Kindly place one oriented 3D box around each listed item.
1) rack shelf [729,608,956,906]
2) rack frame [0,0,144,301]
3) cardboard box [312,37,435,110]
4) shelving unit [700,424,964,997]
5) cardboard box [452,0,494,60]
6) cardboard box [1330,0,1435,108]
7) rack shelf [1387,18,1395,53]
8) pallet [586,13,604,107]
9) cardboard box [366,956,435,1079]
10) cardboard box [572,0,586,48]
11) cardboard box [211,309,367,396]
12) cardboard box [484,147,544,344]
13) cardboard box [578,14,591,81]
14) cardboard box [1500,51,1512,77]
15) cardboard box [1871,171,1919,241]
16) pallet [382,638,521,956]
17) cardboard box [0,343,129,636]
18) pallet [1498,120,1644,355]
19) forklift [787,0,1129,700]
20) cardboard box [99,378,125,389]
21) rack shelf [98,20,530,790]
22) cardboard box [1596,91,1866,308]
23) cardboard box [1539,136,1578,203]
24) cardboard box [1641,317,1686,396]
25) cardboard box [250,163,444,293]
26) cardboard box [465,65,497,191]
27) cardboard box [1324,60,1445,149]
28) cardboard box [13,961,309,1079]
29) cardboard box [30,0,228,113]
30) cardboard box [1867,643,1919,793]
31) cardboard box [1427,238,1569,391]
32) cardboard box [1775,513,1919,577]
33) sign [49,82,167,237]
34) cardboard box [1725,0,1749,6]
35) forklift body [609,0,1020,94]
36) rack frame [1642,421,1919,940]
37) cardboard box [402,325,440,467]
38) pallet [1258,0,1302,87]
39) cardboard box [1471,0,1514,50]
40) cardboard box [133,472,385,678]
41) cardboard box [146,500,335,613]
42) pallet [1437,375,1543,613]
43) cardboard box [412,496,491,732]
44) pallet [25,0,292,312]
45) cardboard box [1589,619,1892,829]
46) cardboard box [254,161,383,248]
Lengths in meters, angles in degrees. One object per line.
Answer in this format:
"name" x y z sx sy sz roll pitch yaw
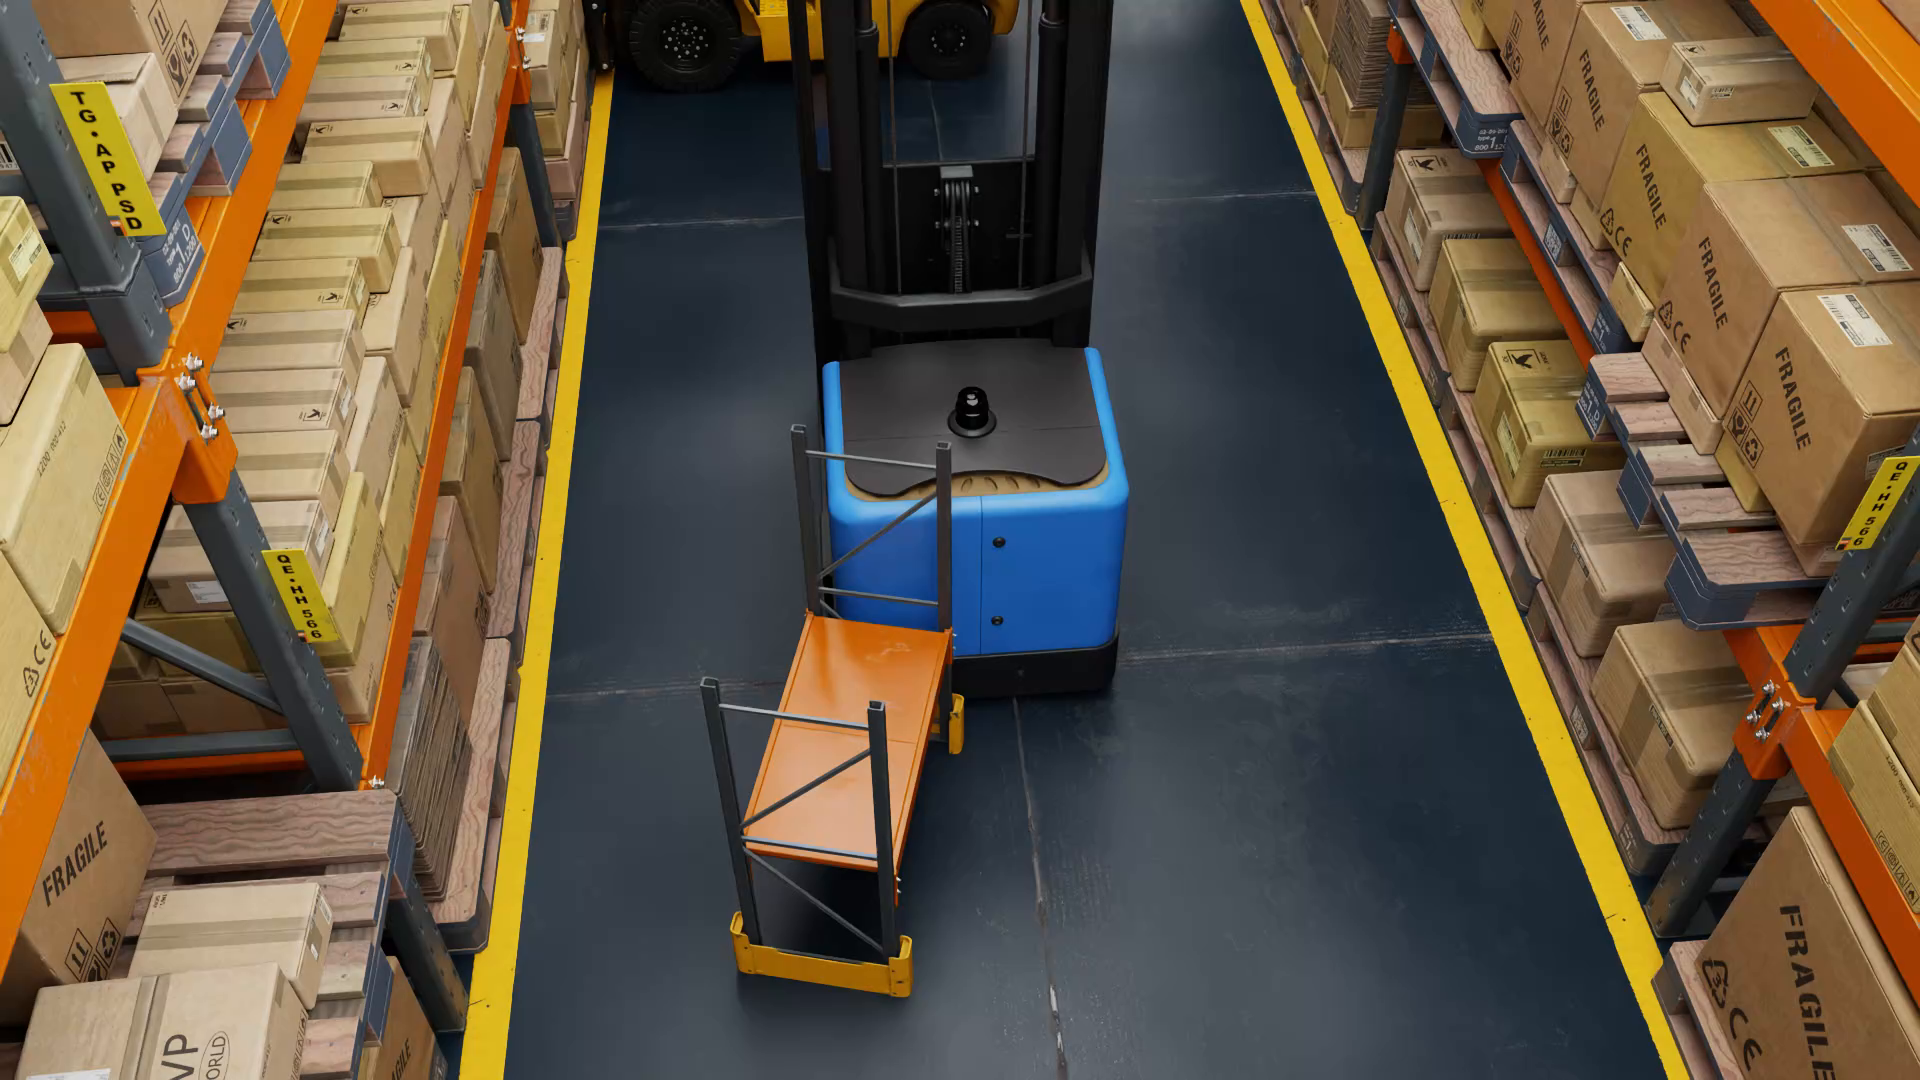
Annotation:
"rack shelf" -0.362 0.685 5.453 0.538 0.185 1.000 7 47 7
"rack frame" -2.105 -1.516 2.125 1.000 3.000 0.127 -3 47 -3
"cardboard box" -2.069 -1.630 5.849 0.380 0.149 0.250 -4 47 -4
"shelving unit" -0.363 0.568 5.316 0.587 1.500 1.083 7 47 7
"cardboard box" -2.144 -2.128 6.595 0.500 0.250 0.500 -4 47 -4
"cardboard box" 2.189 -2.520 8.296 0.500 0.500 0.500 -4 47 -4
"rack shelf" 2.338 -3.852 8.964 1.077 0.370 4.000 -3 47 -3
"pallet" -2.570 -2.851 9.441 1.003 0.211 1.213 -3 47 -3
"cardboard box" -1.856 1.555 4.781 0.500 0.500 0.500 -2 47 -2
"cardboard box" -2.248 -2.816 8.748 0.500 0.250 0.500 -4 47 -4
"cardboard box" -1.944 -0.525 4.802 0.380 0.149 0.250 -3 47 -3
"cardboard box" -2.385 -1.299 7.397 0.875 0.625 0.625 -2 47 -2
"cardboard box" -2.267 -2.654 8.938 0.500 0.250 0.500 -3 47 -3
"cardboard box" 2.349 -1.909 6.513 0.380 0.149 0.250 -1 47 -1
"cardboard box" 2.983 -0.755 4.973 0.500 0.500 0.500 -1 47 -1
"pallet" -2.135 0.907 5.882 1.003 0.211 1.213 -3 47 -3
"cardboard box" -1.821 -0.077 2.931 0.500 0.250 0.500 -5 47 -5
"pallet" 2.634 -1.122 6.015 1.003 0.211 1.213 -3 47 -3
"forklift" -0.053 -1.464 6.254 1.130 2.935 3.031 -4 47 -3
"cardboard box" -2.429 -0.308 4.596 0.380 0.149 0.250 -4 47 -3
"rack shelf" -2.273 -0.653 5.935 1.077 0.370 4.000 -3 47 -3
"cardboard box" 2.428 -1.089 5.289 0.500 0.500 0.500 -6 47 -6
"cardboard box" 2.318 -1.346 5.979 0.380 0.149 0.250 -2 47 -2
"cardboard box" 2.405 -0.591 5.264 0.380 0.149 0.250 -5 47 -5
"cardboard box" -2.034 -1.020 5.545 0.500 0.250 0.500 -3 47 -3
"cardboard box" -2.090 -1.584 6.424 0.500 0.250 0.500 -4 47 -4
"cardboard box" 2.188 -2.262 8.568 0.500 0.250 0.500 -2 47 -1
"cardboard box" -1.695 1.197 3.501 0.500 0.250 0.500 -5 47 -5
"cardboard box" -1.923 -1.237 3.499 0.500 0.500 0.500 -3 47 -3
"cardboard box" 2.637 0.503 4.103 0.500 0.250 0.500 -4 47 -4
"cardboard box" 2.616 -0.993 7.282 0.950 0.372 0.625 -1 47 -1
"cardboard box" 2.579 -0.039 4.741 0.380 0.149 0.250 -2 47 -2
"sign" -1.565 -0.694 3.056 0.100 0.325 0.005 -3 47 -3
"cardboard box" 2.853 -1.880 6.038 0.500 0.500 0.500 -2 47 -2
"forklift body" -0.798 -3.689 8.899 2.313 2.155 1.214 -3 47 -3
"rack frame" 2.840 0.242 4.591 1.000 3.000 0.127 -3 47 -3
"cardboard box" -1.986 -0.474 5.373 0.500 0.250 0.500 -5 47 -5
"pallet" 2.309 -3.062 9.641 1.003 0.211 1.213 -3 47 -3
"cardboard box" 2.302 -2.214 6.354 0.500 0.500 0.500 -3 47 -3
"cardboard box" -1.874 0.089 4.495 0.500 0.250 0.500 -4 47 -3
"cardboard box" -1.839 0.041 4.267 0.380 0.149 0.250 -2 47 -2
"pallet" 2.678 -0.245 6.973 1.003 0.211 1.213 -3 47 -3
"cardboard box" -2.207 0.294 5.888 0.875 0.625 0.625 -2 47 -2
"pallet" -2.251 -0.906 3.742 1.213 0.211 1.003 -2 47 -1
"cardboard box" 2.803 0.592 5.781 0.950 0.372 0.625 -6 47 -6
"cardboard box" -2.075 -1.075 5.323 0.380 0.149 0.250 -3 47 -3
